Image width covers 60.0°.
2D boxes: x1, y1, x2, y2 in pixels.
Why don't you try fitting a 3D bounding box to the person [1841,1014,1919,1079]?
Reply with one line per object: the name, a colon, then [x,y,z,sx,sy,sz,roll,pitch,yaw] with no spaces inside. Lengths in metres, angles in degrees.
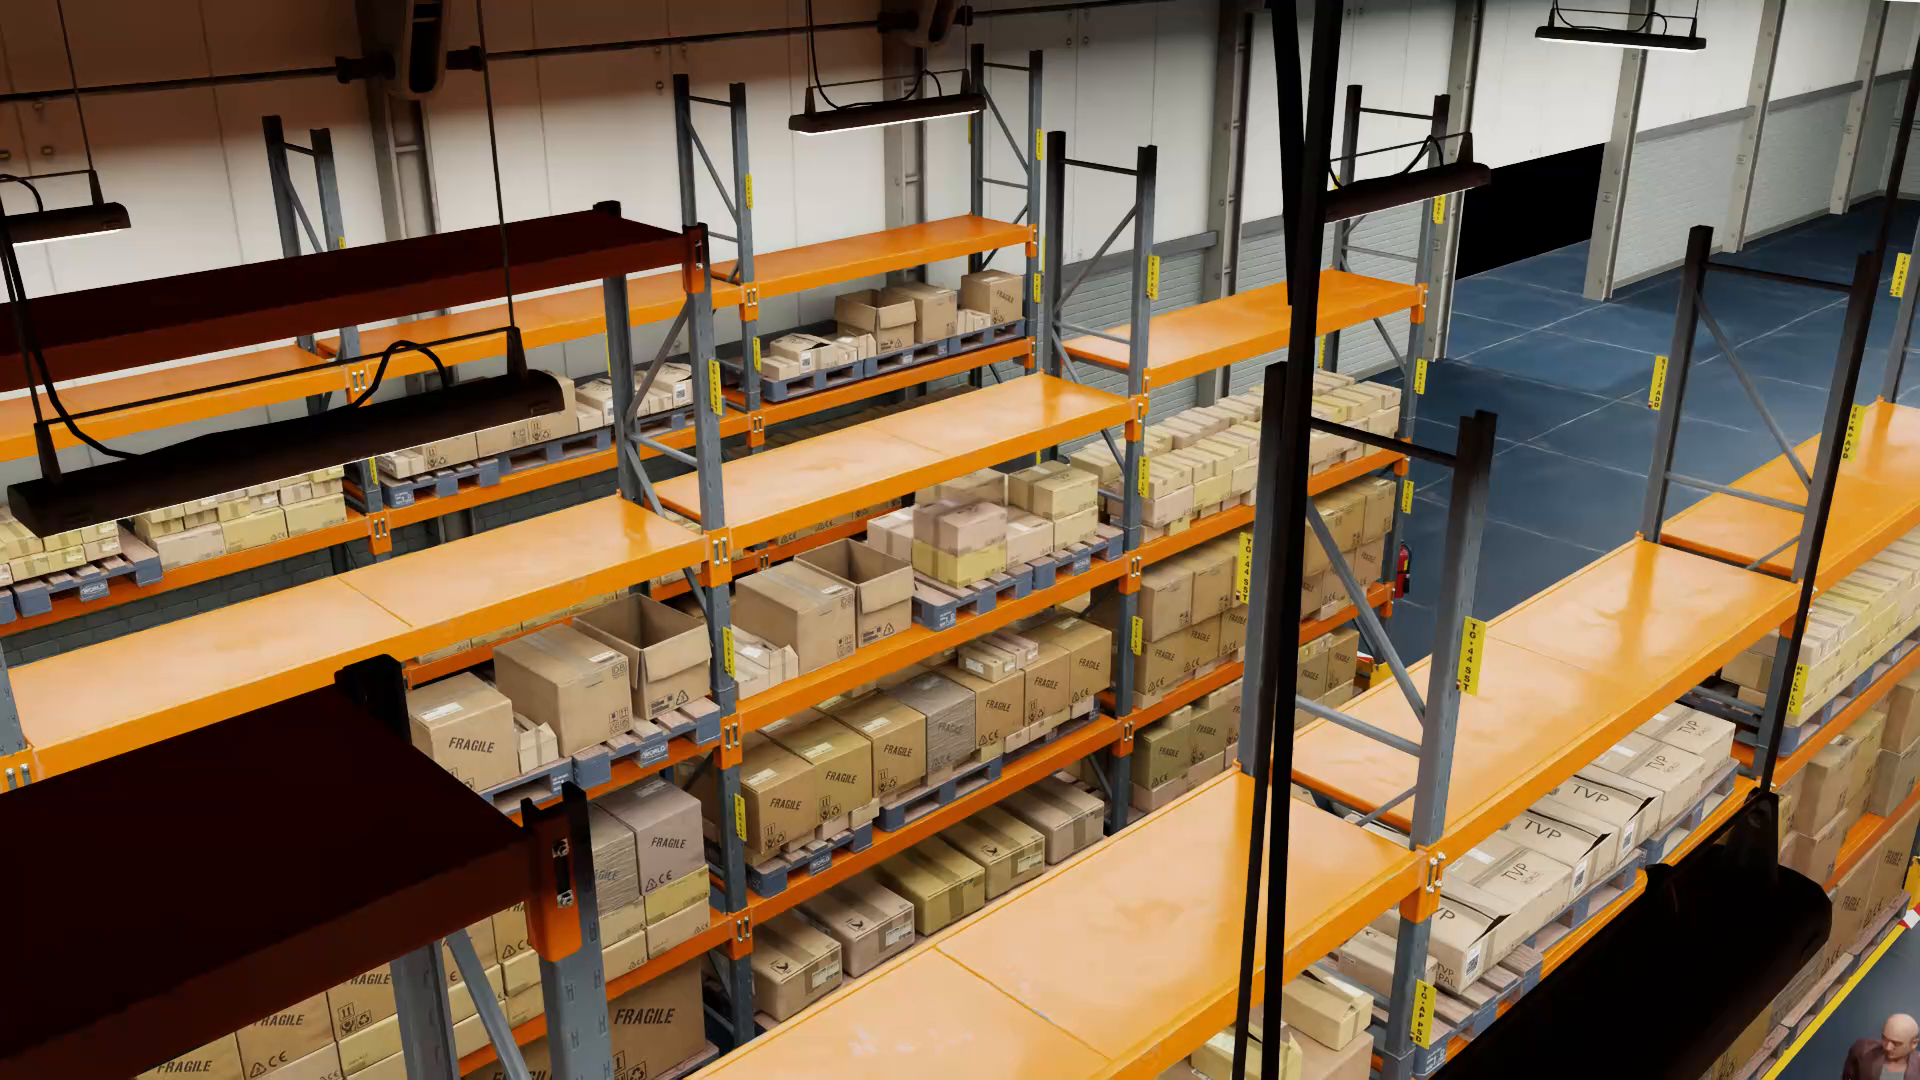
person: [5.532,3.548,9.915,0.605,1.776,0.614,18,29,37]
